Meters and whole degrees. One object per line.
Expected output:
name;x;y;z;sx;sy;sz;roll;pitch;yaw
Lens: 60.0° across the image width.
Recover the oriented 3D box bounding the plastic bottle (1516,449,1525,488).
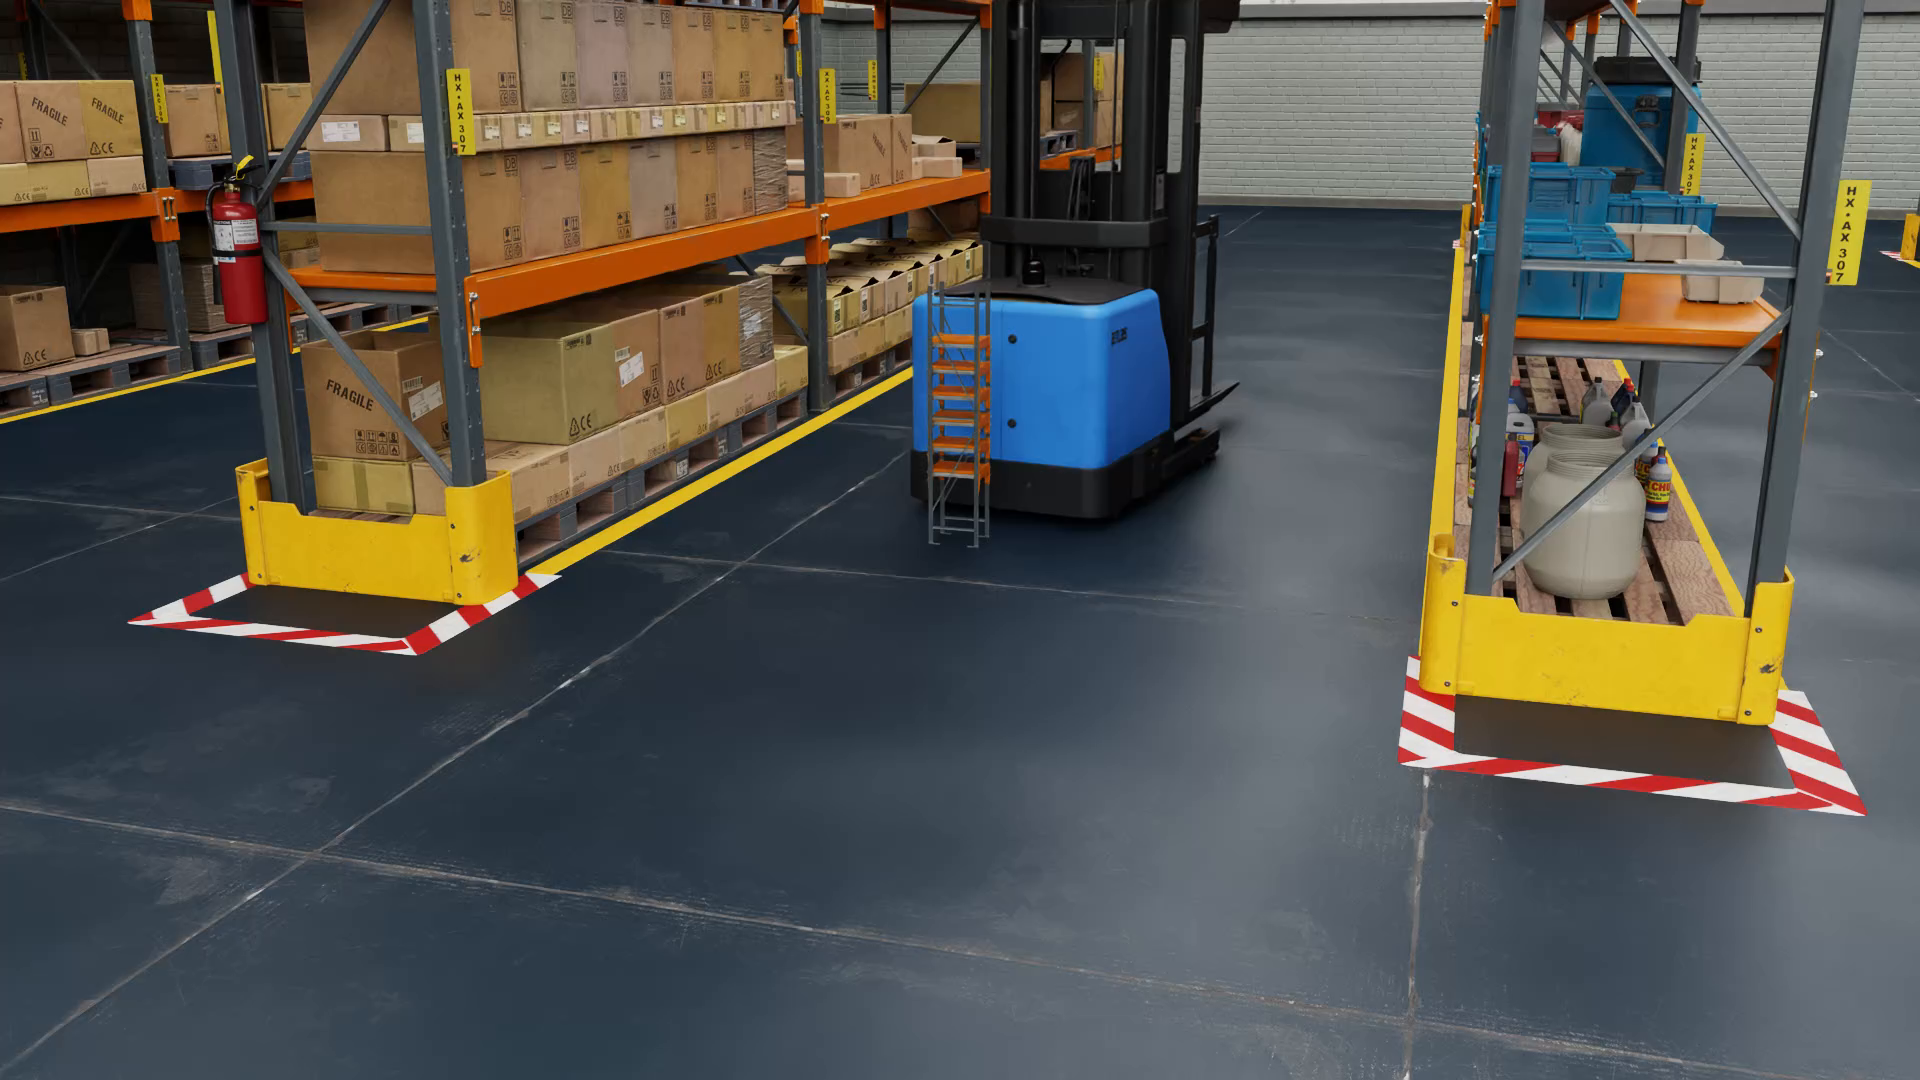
plastic bottle;2.630;-0.354;7.903;0.097;0.201;0.097;0;16;0

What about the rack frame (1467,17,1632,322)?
rack frame;4.540;-2.972;12.810;1.000;3.000;0.127;5;16;16

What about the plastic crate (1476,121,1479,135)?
plastic crate;6.053;-4.630;18.852;0.416;0.233;0.300;5;16;16

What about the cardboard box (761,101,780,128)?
cardboard box;-1.289;-2.518;9.840;0.380;0.149;0.250;4;16;15

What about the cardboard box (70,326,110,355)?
cardboard box;-6.219;-1.400;11.654;0.380;0.166;0.250;2;16;9

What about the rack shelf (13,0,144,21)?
rack shelf;-6.664;-3.268;9.674;1.077;0.370;4.000;5;16;16

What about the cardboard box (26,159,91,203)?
cardboard box;-6.089;-2.354;10.870;0.500;0.250;0.500;5;17;16

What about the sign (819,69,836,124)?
sign;-0.812;-2.723;10.199;0.100;0.325;0.005;5;16;16

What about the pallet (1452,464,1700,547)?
pallet;2.828;-0.091;7.764;1.003;0.211;1.213;5;16;16

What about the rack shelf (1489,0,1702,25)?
rack shelf;3.972;-3.546;10.655;1.077;0.370;4.000;5;16;16

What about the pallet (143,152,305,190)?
pallet;-5.739;-2.790;12.521;1.003;0.211;1.213;5;16;16

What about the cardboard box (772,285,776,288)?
cardboard box;-1.505;-1.588;11.172;0.500;0.311;0.500;5;16;16

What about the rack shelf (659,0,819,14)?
rack shelf;-1.913;-2.884;8.323;1.077;0.370;4.000;5;16;16

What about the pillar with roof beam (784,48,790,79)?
pillar with roof beam;1.380;-9.159;23.629;9.100;9.000;0.400;5;16;16

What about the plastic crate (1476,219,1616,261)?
plastic crate;2.312;-1.131;6.593;0.499;0.251;0.408;5;16;16

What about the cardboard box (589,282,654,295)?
cardboard box;-2.061;-1.192;9.430;0.500;0.500;0.500;5;16;16

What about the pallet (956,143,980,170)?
pallet;-0.083;-3.448;14.839;1.213;0.211;1.003;5;16;16

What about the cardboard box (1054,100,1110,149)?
cardboard box;1.335;-4.564;18.240;0.500;0.500;0.500;5;17;17

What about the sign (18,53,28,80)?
sign;-6.628;-3.293;11.820;0.100;0.325;0.005;5;16;16

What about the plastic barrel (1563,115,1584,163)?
plastic barrel;4.217;-2.529;11.001;0.433;0.535;0.433;0;16;0

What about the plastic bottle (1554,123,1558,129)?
plastic bottle;5.539;-3.692;15.438;0.144;0.351;0.185;5;16;16

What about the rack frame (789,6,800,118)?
rack frame;-2.685;-5.833;22.898;1.000;3.000;0.127;5;16;16

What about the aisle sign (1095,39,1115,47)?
aisle sign;1.803;-6.741;21.336;0.394;0.787;0.004;5;16;16

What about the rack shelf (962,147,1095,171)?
rack shelf;0.360;-3.534;16.111;1.077;0.370;4.000;5;16;16

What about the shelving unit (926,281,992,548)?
shelving unit;-0.004;-0.573;7.652;0.258;1.200;0.189;5;16;16

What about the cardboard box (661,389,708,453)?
cardboard box;-1.688;-0.659;8.924;0.500;0.250;0.500;5;16;16

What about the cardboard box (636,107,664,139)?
cardboard box;-1.726;-2.112;8.408;0.380;0.149;0.250;5;17;16

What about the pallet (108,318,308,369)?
pallet;-5.875;-1.556;12.929;1.003;0.211;1.213;5;16;16

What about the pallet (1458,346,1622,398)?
pallet;3.934;-1.113;11.365;1.003;0.211;1.213;5;16;16

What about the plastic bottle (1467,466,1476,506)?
plastic bottle;2.368;-0.259;7.567;0.097;0.201;0.097;0;16;0

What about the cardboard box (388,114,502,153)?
cardboard box;-2.164;-1.710;6.990;0.380;0.149;0.250;5;16;15

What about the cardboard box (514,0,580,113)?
cardboard box;-2.177;-2.209;7.561;0.700;0.500;0.500;4;16;14

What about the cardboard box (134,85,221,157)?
cardboard box;-5.918;-3.084;12.216;0.700;0.500;0.500;5;16;16

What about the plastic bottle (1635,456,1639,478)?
plastic bottle;3.235;-0.336;7.840;0.097;0.201;0.097;0;16;0

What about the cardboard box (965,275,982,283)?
cardboard box;-0.124;-2.080;13.934;0.500;0.250;0.500;5;17;17

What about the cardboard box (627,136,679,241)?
cardboard box;-1.899;-1.839;8.631;0.700;0.500;0.500;5;17;18

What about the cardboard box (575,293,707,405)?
cardboard box;-1.687;-1.019;8.821;0.500;0.500;0.500;5;16;16

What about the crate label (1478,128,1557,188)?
crate label;3.998;-2.750;11.963;0.502;0.435;0.616;5;16;16

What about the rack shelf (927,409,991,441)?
rack shelf;-0.004;-0.531;7.664;0.258;0.103;0.180;5;16;16

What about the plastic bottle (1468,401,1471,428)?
plastic bottle;2.864;-0.715;9.175;0.097;0.201;0.097;0;16;0

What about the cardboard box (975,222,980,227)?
cardboard box;-0.020;-2.764;15.853;0.500;0.500;0.500;4;16;14

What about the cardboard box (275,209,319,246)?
cardboard box;-5.477;-2.638;14.035;0.500;0.250;0.500;5;16;16

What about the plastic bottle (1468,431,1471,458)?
plastic bottle;2.619;-0.490;8.383;0.097;0.201;0.097;0;16;0

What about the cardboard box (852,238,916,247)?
cardboard box;-0.638;-2.392;14.007;0.500;0.311;0.500;5;17;18

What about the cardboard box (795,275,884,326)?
cardboard box;-0.841;-1.679;11.493;0.500;0.311;0.500;4;16;15

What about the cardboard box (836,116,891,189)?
cardboard box;-0.819;-2.827;12.117;0.500;0.500;0.500;5;16;16

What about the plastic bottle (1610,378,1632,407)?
plastic bottle;3.497;-0.672;8.750;0.144;0.351;0.185;4;16;14

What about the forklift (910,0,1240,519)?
forklift;0.831;-1.868;9.044;1.130;2.935;3.031;7;17;24
